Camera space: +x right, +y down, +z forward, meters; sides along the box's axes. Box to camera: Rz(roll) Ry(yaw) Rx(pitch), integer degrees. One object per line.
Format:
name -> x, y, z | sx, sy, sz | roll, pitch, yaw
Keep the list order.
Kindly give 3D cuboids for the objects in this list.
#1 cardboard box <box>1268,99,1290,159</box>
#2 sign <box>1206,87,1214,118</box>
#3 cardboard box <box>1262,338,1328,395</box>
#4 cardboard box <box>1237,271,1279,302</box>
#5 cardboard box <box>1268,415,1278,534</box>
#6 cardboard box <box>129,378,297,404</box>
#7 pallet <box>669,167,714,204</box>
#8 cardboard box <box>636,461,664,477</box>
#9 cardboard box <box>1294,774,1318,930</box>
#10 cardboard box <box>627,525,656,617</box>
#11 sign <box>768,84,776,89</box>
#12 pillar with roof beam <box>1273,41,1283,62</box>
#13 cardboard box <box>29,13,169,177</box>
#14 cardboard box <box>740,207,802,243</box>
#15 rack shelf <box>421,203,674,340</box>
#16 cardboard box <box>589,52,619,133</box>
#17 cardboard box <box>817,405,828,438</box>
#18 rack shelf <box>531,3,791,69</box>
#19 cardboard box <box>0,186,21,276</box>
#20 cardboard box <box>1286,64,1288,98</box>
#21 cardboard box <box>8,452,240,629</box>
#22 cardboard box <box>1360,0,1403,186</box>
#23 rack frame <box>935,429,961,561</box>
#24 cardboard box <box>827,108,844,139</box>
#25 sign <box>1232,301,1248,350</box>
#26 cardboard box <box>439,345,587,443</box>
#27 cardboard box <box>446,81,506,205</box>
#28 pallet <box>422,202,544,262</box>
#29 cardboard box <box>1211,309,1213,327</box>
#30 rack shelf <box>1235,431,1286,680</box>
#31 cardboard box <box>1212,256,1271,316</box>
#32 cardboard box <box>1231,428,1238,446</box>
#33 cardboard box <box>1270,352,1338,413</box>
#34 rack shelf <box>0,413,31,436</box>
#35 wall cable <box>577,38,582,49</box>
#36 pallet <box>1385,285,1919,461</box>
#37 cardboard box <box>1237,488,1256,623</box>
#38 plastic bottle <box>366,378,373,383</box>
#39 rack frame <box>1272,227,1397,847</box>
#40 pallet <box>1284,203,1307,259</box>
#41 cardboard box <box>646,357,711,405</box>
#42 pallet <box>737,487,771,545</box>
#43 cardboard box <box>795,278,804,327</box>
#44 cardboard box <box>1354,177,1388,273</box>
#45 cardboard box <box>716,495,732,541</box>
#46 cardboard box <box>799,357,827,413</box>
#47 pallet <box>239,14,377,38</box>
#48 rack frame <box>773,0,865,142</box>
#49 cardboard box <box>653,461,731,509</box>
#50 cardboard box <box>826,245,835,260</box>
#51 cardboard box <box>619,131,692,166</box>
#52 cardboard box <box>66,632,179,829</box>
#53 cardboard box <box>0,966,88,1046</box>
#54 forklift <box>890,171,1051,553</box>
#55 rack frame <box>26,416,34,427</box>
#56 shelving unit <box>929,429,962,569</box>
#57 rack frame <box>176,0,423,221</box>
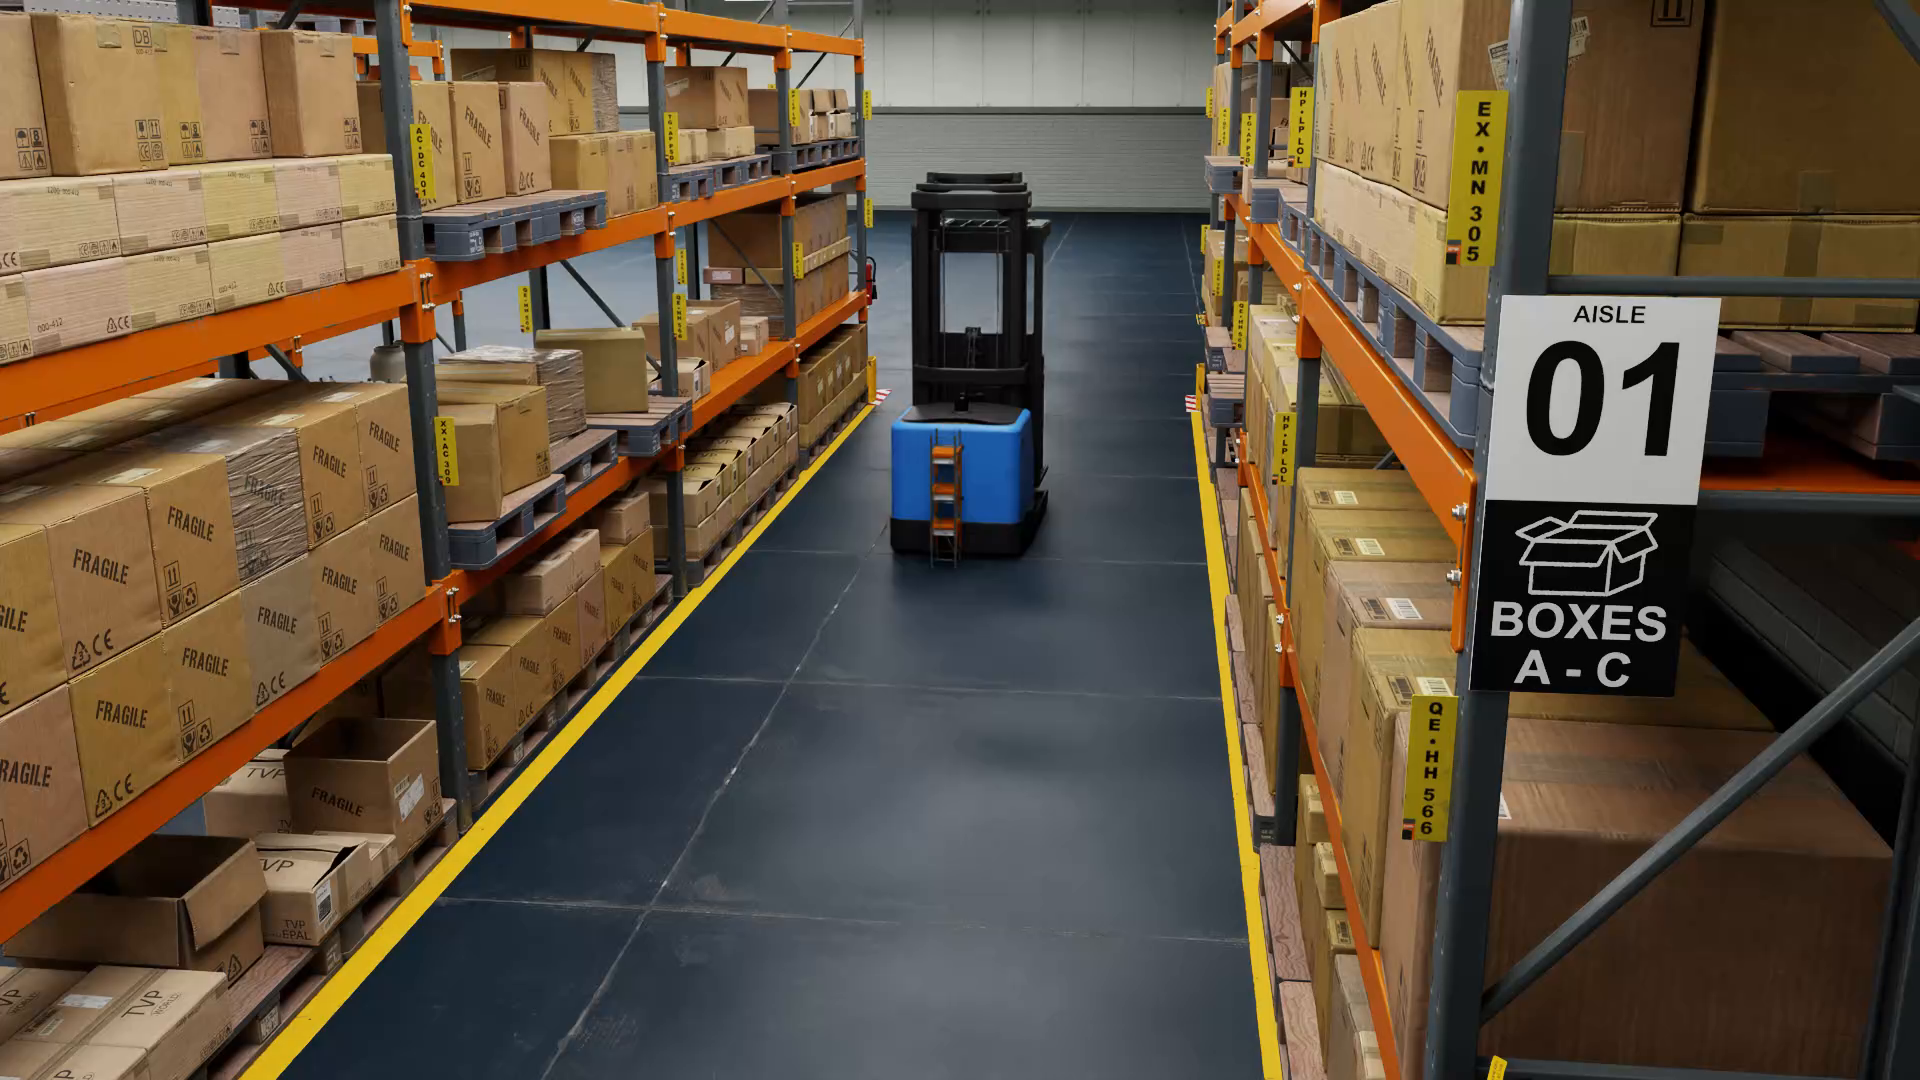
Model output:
cardboard box -> 2.596, -3.181, 12.936 | 0.500, 0.500, 0.500 | 1, 15, 4
sign -> 2.788, -4.864, 18.484 | 0.100, 0.325, 0.005 | 2, 15, 6
cardboard box -> 1.954, -0.955, 9.211 | 0.500, 0.250, 0.500 | 1, 15, 5
cardboard box -> 2.785, -2.071, 14.539 | 0.700, 0.500, 0.500 | 2, 15, 6
cardboard box -> 1.823, -0.327, 8.326 | 0.500, 0.500, 0.500 | 2, 15, 7
cardboard box -> -3.282, -0.428, 7.391 | 0.500, 0.500, 0.500 | 2, 15, 8
pallet -> -2.510, -2.584, 12.087 | 1.213, 0.211, 1.003 | 2, 15, 9
cardboard box -> -2.631, -0.473, 13.052 | 0.500, 0.311, 0.500 | 1, 15, 5
cardboard box -> 1.787, 1.329, 6.986 | 0.700, 0.500, 0.500 | 2, 15, 7
cardboard box -> -2.370, 0.195, 11.139 | 0.500, 0.500, 0.500 | 2, 15, 8
sign -> -2.146, -5.049, 19.017 | 0.100, 0.325, 0.005 | 2, 15, 6
pillar with roof beam -> 1.185, -8.906, 29.361 | 9.100, 9.000, 0.400 | 2, 15, 6
cardboard box -> -3.119, -1.473, 5.510 | 0.700, 0.500, 0.500 | 2, 15, 6
cardboard box -> -1.947, -3.007, 16.358 | 0.700, 0.500, 0.500 | 2, 15, 6
rack shelf -> -2.723, -1.630, 9.577 | 1.077, 0.370, 4.000 | 2, 15, 6
cardboard box -> -2.553, -2.914, 10.840 | 0.500, 0.500, 0.500 | 2, 15, 6
cardboard box -> -1.631, -1.202, 16.825 | 0.500, 0.250, 0.500 | 2, 15, 6
rack shelf -> -2.272, -3.923, 13.074 | 1.077, 0.370, 4.000 | 2, 15, 6
cardboard box -> -3.020, -0.846, 4.626 | 0.500, 0.250, 0.500 | 2, 15, 6
cardboard box -> 3.346, -4.448, 16.474 | 0.500, 0.500, 0.500 | 2, 15, 6
cardboard box -> -2.919, -0.009, 5.842 | 0.500, 0.500, 0.500 | 2, 15, 6
cardboard box -> 1.451, -1.280, 4.758 | 0.500, 0.500, 0.500 | 1, 15, 4
rack frame -> -0.091, -0.347, 12.935 | 0.200, 1.050, 0.008 | 2, 15, 8
cardboard box -> -1.526, -4.348, 17.347 | 0.500, 0.311, 0.500 | 4, 16, 13
sign -> 1.884, -1.438, 11.166 | 0.100, 0.325, 0.005 | 2, 15, 6
cardboard box -> -2.750, -0.901, 10.252 | 0.700, 0.500, 0.500 | 5, 16, 17
cardboard box -> -2.766, -2.061, 8.603 | 0.600, 0.600, 0.600 | 2, 15, 6
pallet -> -2.806, -1.535, 8.207 | 1.213, 0.211, 1.003 | 2, 15, 6
cardboard box -> 2.693, -2.139, 16.075 | 0.500, 0.250, 0.500 | 2, 15, 7
rack shelf -> 2.199, -0.038, 9.433 | 1.077, 0.370, 4.000 | 2, 15, 6
cardboard box -> 2.622, -2.372, 15.500 | 0.500, 0.500, 0.500 | 2, 15, 6
cardboard box -> 2.953, -1.217, 16.362 | 0.500, 0.500, 0.500 | 1, 15, 2
cardboard box -> 1.897, -0.823, 8.722 | 0.500, 0.250, 0.500 | 2, 15, 7
rack shelf -> -7.645, -0.329, 10.512 | 1.077, 0.370, 4.000 | 2, 15, 6
wall cable -> -12.728, -16.459, 50.776 | 2.305, 6.003, 0.169 | 2, 15, 6
pallet -> 1.595, -0.427, 3.916 | 1.003, 0.211, 1.213 | 2, 15, 6
cardboard box -> 2.211, 0.118, 10.792 | 0.750, 0.750, 0.750 | 1, 15, 6
plastic bottle -> -6.374, -1.571, 17.957 | 0.144, 0.351, 0.185 | 2, 15, 9
rack frame -> 1.973, 0.134, 7.420 | 1.000, 3.000, 0.127 | 2, 15, 6
pallet -> 2.028, -1.461, 7.938 | 0.805, 0.209, 1.217 | 1, 15, 4
cardboard box -> -2.204, -1.232, 12.641 | 0.500, 0.311, 0.500 | 2, 15, 6
pallet -> -2.226, -0.230, 14.109 | 1.003, 0.211, 1.213 | 2, 15, 6
cardboard box -> -1.949, -2.386, 16.550 | 0.700, 0.500, 0.500 | 2, 15, 6
cardboard box -> 1.452, -0.923, 4.874 | 0.500, 0.250, 0.500 | 1, 15, 5
cardboard box -> -2.091, -0.181, 13.050 | 0.500, 0.250, 0.500 | 1, 15, 5
cardboard box -> -1.634, -1.564, 16.727 | 0.500, 0.500, 0.500 | 2, 15, 6
pallet -> -6.767, -5.376, 17.434 | 1.003, 0.211, 1.213 | 2, 15, 6
rack frame -> -1.595, -6.019, 18.683 | 1.000, 3.000, 0.127 | 2, 15, 6
cardboard box -> -2.096, -0.458, 12.999 | 0.500, 0.311, 0.500 | 1, 15, 5
cardboard box -> -1.565, -3.112, 17.992 | 0.380, 0.149, 0.250 | 2, 15, 8
cardboard box -> -2.385, -3.031, 12.860 | 0.500, 0.250, 0.500 | 1, 15, 5
cardboard box -> -2.976, 0.607, 5.480 | 0.500, 0.500, 0.500 | 2, 15, 6
cardboard box -> -3.447, 1.748, 5.877 | 0.500, 0.250, 0.500 | 2, 15, 6
forklift -> 0.179, -1.647, 14.137 | 1.130, 2.935, 3.031 | 2, 15, 8
rack frame -> -7.419, -1.195, 12.336 | 1.000, 3.000, 0.127 | 2, 15, 6
shelving unit -> -0.109, -0.316, 12.819 | 0.215, 1.050, 0.252 | 2, 15, 8
rack frame -> -2.949, -2.907, 7.173 | 1.000, 3.000, 0.127 | 2, 15, 6
